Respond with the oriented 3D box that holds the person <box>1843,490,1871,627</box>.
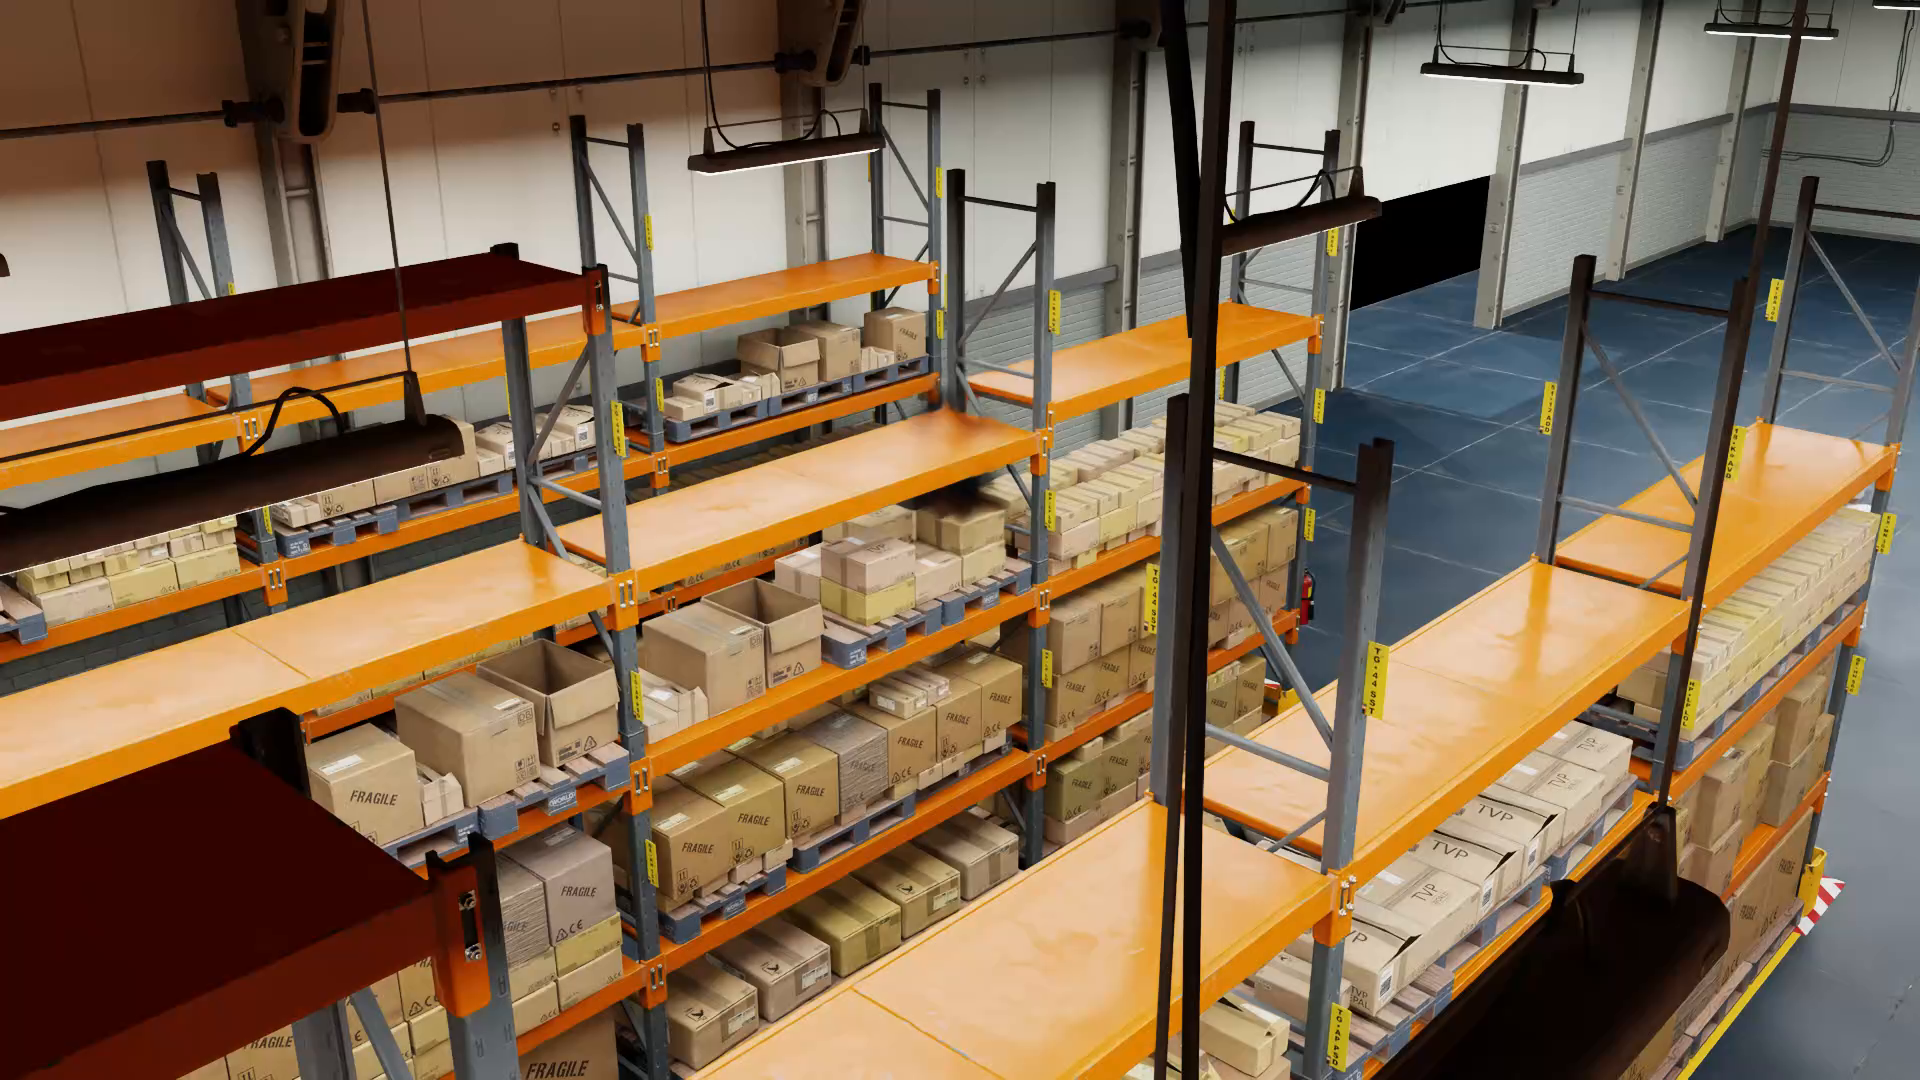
[{"bbox_3d":[10.105,0.195,19.037,0.707,1.801,0.879,-4,22,-11],"label":"person"}]
